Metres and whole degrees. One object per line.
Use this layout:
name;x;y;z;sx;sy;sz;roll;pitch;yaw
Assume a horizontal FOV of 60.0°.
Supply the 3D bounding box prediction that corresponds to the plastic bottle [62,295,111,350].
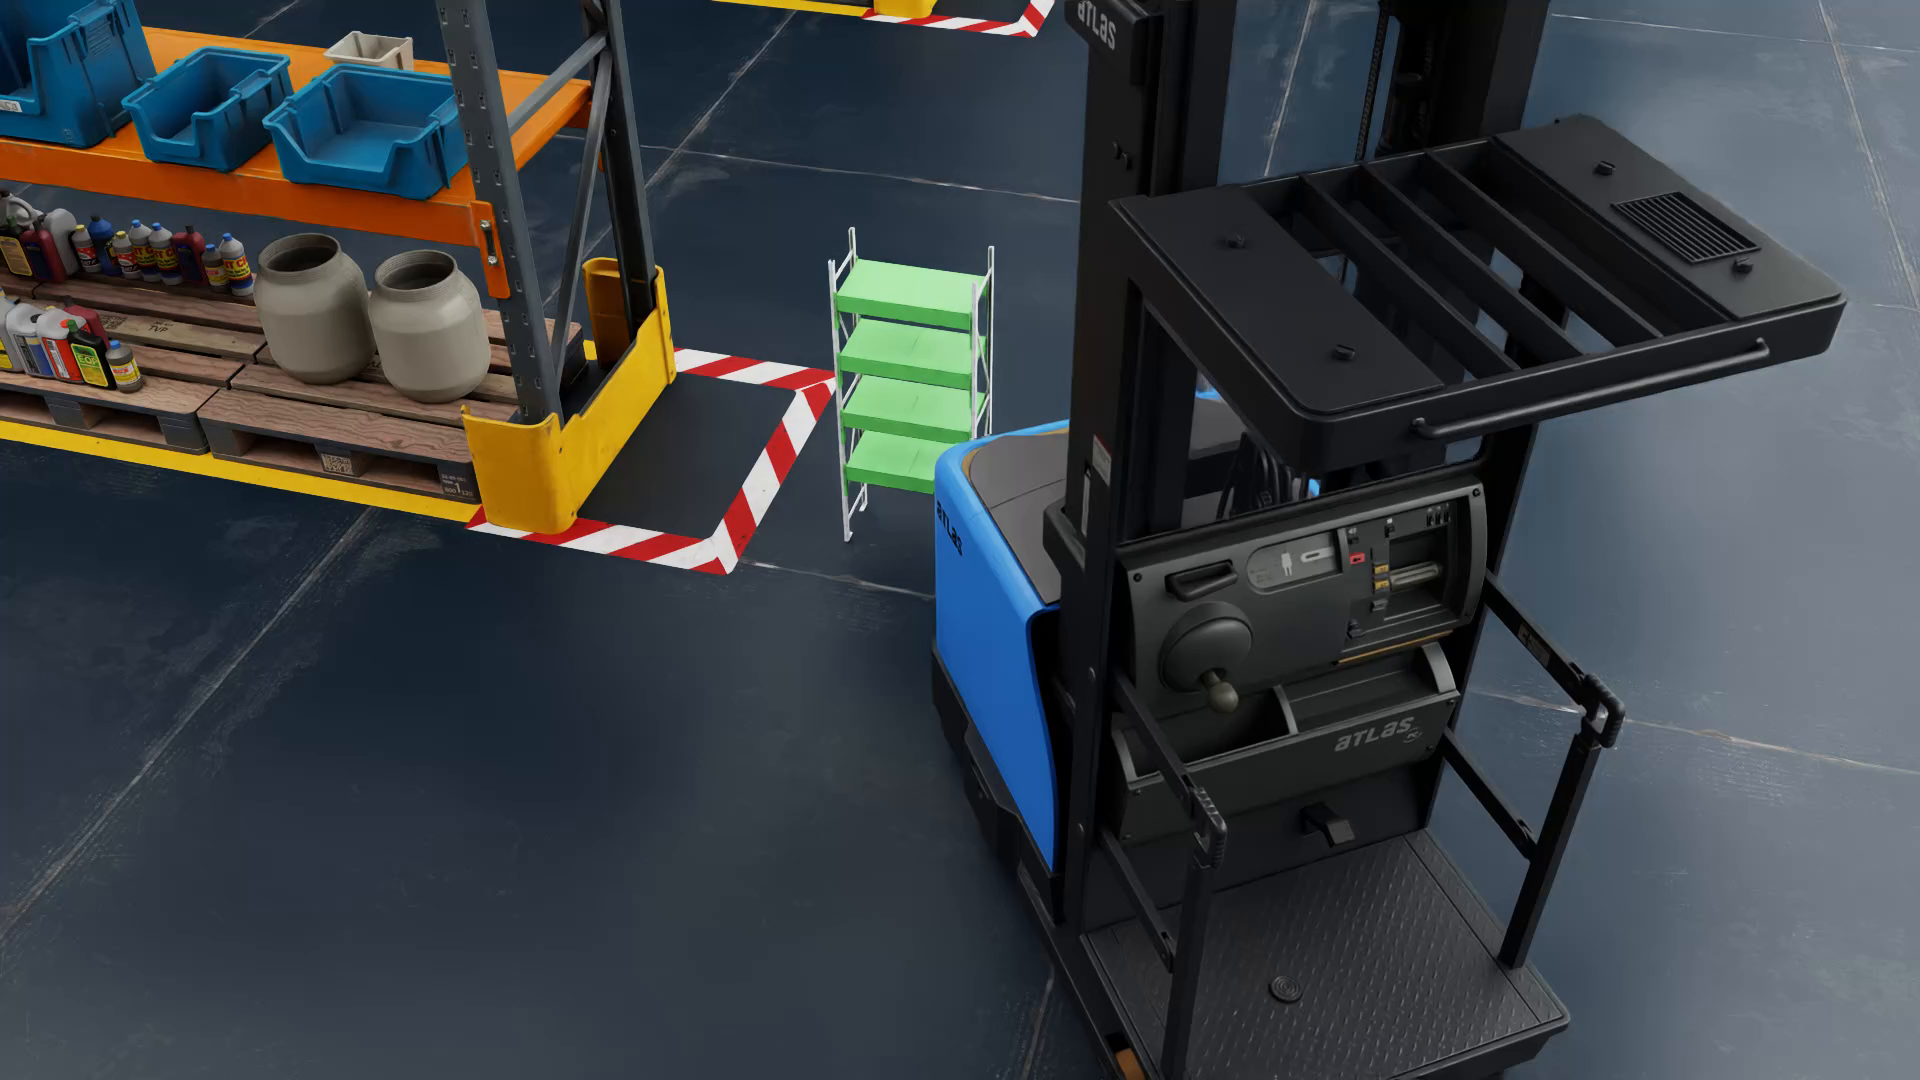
plastic bottle;-3.523;-0.852;6.702;0.133;0.283;0.061;10;41;11

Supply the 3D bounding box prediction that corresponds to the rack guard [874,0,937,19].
rack guard;-0.219;-3.698;10.265;0.348;0.500;1.175;10;41;11

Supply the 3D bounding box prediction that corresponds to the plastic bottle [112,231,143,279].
plastic bottle;-3.620;-1.248;7.237;0.097;0.201;0.097;0;40;0

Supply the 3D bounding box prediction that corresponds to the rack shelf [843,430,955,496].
rack shelf;-0.160;-0.254;6.092;0.480;0.148;0.258;10;41;11

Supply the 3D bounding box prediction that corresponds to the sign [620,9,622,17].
sign;-1.279;-2.013;6.099;0.005;0.325;0.100;10;41;11

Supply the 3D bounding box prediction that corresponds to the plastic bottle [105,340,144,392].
plastic bottle;-3.313;-0.696;6.580;0.097;0.201;0.097;0;40;0

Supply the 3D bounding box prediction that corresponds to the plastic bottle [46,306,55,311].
plastic bottle;-3.669;-0.858;6.773;0.097;0.201;0.097;0;40;0

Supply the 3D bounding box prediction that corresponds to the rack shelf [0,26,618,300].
rack shelf;-3.358;-1.623;6.409;4.000;0.370;1.077;10;41;11

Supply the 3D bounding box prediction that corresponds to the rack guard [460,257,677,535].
rack guard;-1.511;-0.592;6.566;0.348;0.500;1.175;10;41;11

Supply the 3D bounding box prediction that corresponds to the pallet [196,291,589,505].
pallet;-2.295;-0.620;6.824;1.213;0.211;1.003;10;41;11

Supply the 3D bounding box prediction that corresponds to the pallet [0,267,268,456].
pallet;-3.470;-0.824;7.067;1.213;0.211;1.003;10;41;11

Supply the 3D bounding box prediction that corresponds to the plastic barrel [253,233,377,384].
plastic barrel;-2.565;-0.919;6.620;0.421;0.512;0.421;0;40;0

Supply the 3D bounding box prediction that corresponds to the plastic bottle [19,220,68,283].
plastic bottle;-3.967;-1.250;7.176;0.133;0.283;0.061;10;41;11

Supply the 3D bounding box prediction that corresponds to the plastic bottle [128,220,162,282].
plastic bottle;-3.524;-1.258;7.195;0.097;0.271;0.097;0;40;0

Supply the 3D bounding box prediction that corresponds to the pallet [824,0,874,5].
pallet;-0.994;-3.745;10.545;1.213;0.211;1.003;10;41;11

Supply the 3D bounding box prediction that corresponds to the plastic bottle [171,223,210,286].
plastic bottle;-3.311;-1.238;7.162;0.133;0.283;0.061;10;41;12

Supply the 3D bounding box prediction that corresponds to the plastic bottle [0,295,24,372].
plastic bottle;-3.845;-0.860;6.659;0.185;0.351;0.144;11;41;13

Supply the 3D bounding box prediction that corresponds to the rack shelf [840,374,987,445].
rack shelf;-0.160;-0.438;5.938;0.480;0.148;0.258;10;41;11

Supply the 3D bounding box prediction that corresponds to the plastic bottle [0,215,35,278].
plastic bottle;-4.097;-1.278;7.209;0.133;0.283;0.061;10;41;11

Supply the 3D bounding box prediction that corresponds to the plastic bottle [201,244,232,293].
plastic bottle;-3.197;-1.175;7.150;0.097;0.201;0.097;0;40;0

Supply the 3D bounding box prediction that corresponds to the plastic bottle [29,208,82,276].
plastic bottle;-3.940;-1.313;7.257;0.135;0.276;0.152;10;41;12

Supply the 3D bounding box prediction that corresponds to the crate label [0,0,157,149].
crate label;-3.274;-1.717;5.935;0.616;0.435;0.502;10;41;11

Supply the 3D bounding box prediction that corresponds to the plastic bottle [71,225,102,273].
plastic bottle;-3.819;-1.282;7.278;0.097;0.201;0.097;0;40;0

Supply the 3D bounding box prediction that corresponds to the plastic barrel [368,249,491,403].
plastic barrel;-2.081;-0.836;6.521;0.421;0.512;0.421;0;40;0

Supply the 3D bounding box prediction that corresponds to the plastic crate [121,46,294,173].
plastic crate;-2.612;-1.518;5.840;0.408;0.251;0.499;10;41;11

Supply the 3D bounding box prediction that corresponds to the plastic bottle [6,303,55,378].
plastic bottle;-3.684;-0.806;6.653;0.135;0.276;0.152;9;41;10

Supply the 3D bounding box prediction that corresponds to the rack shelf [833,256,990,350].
rack shelf;-0.160;-0.806;5.629;0.480;0.148;0.258;10;41;11

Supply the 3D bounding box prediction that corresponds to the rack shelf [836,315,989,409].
rack shelf;-0.160;-0.622;5.784;0.480;0.148;0.258;10;41;11

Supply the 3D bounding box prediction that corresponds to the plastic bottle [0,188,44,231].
plastic bottle;-4.096;-1.371;7.268;0.185;0.351;0.144;10;41;11

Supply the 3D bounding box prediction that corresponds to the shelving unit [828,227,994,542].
shelving unit;-0.160;-0.487;5.897;0.503;1.200;0.258;10;41;11

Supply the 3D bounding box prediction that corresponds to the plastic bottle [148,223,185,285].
plastic bottle;-3.428;-1.242;7.175;0.097;0.271;0.097;0;40;0

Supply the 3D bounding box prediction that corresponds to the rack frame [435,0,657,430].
rack frame;-1.426;-1.566;5.782;0.127;3.000;1.000;10;41;11

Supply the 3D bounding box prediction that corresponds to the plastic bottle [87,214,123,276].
plastic bottle;-3.720;-1.292;7.235;0.097;0.271;0.097;0;40;0

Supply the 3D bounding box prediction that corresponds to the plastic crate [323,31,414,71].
plastic crate;-2.207;-1.814;6.282;0.250;0.136;0.298;10;41;11

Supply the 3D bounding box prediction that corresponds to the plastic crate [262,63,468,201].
plastic crate;-1.987;-1.406;5.708;0.616;0.251;0.499;10;41;11

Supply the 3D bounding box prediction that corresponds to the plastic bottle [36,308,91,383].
plastic bottle;-3.550;-0.783;6.626;0.135;0.276;0.152;10;41;12

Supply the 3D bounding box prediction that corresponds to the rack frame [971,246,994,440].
rack frame;0.076;-0.446;5.849;0.015;1.200;0.240;10;41;11

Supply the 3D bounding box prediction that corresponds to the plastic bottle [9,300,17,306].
plastic bottle;-3.856;-0.885;6.805;0.097;0.201;0.097;0;40;0

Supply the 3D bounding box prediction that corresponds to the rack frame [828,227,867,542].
rack frame;-0.396;-0.528;5.945;0.015;1.200;0.240;10;41;11

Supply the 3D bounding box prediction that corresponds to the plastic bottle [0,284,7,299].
plastic bottle;-4.010;-0.958;6.835;0.135;0.276;0.152;10;41;11

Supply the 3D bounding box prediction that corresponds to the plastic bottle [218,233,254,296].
plastic bottle;-3.097;-1.185;7.107;0.097;0.271;0.097;0;40;0

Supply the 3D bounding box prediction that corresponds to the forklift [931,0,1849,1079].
forklift;0.893;0.208;3.723;1.130;2.935;3.031;-13;42;-15

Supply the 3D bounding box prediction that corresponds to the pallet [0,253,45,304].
pallet;-4.652;-1.025;7.307;1.213;0.211;1.003;10;41;11

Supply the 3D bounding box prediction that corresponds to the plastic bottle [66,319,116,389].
plastic bottle;-3.431;-0.735;6.563;0.133;0.283;0.061;11;41;12
